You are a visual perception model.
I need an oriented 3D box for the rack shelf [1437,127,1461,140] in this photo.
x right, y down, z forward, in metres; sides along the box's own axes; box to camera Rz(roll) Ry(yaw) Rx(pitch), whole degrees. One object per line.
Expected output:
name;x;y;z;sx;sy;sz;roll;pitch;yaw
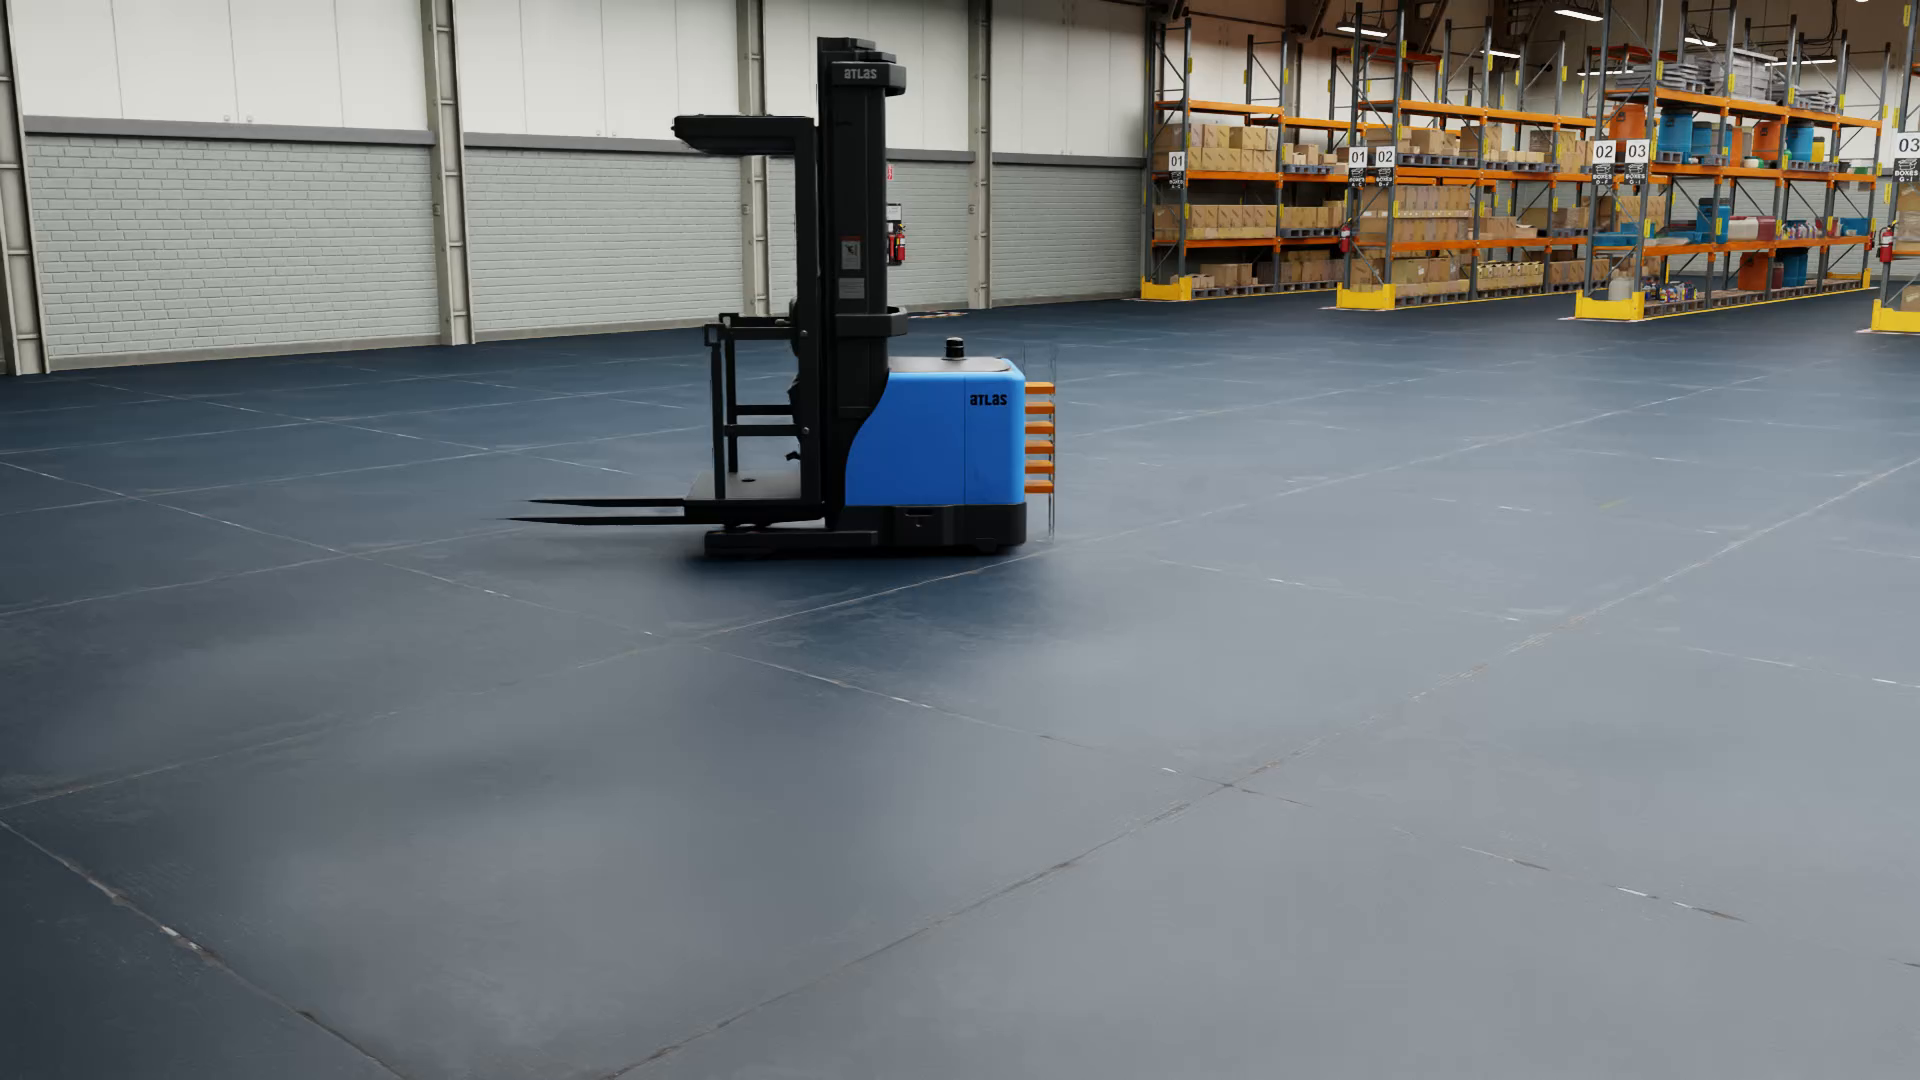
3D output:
rack shelf;13.790;-11.295;46.645;1.077;0.370;4.000;10;15;40

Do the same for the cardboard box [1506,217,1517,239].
cardboard box;12.457;-7.179;38.243;0.500;0.500;0.500;9;14;37

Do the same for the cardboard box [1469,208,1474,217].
cardboard box;14.309;-9.159;47.641;0.980;0.700;0.700;10;15;40

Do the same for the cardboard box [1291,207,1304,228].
cardboard box;7.925;-7.847;40.464;0.500;0.500;0.700;-10;15;-42

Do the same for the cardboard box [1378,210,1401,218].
cardboard box;8.693;-6.599;33.683;0.380;0.149;0.250;10;15;40

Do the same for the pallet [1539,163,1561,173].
pallet;13.172;-8.646;38.666;1.213;0.211;1.003;11;16;43

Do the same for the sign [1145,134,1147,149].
sign;4.145;-8.822;36.804;0.100;0.325;0.005;10;15;40

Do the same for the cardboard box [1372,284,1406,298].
cardboard box;8.793;-5.110;34.086;0.500;0.250;0.500;10;15;40

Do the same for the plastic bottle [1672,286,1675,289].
plastic bottle;13.988;-4.835;32.574;0.061;0.283;0.133;10;15;40

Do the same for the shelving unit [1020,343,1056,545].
shelving unit;0.467;-0.584;10.070;0.189;1.200;0.258;-1;11;-3

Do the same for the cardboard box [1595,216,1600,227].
cardboard box;16.330;-8.124;42.970;0.500;0.500;0.500;10;15;41

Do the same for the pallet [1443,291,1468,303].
pallet;10.356;-5.312;36.267;1.003;0.211;1.213;10;15;40

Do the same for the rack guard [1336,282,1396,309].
rack guard;8.256;-4.973;33.833;1.175;0.500;0.348;10;15;40

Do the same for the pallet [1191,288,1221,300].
pallet;5.161;-5.601;37.715;1.003;0.211;1.213;10;15;40

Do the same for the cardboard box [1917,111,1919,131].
cardboard box;16.544;-7.093;28.115;0.500;0.500;0.500;10;15;40

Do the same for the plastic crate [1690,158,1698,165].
plastic crate;13.875;-7.203;31.632;0.243;0.136;0.396;10;15;40

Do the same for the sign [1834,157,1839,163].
sign;20.323;-8.731;38.584;0.100;0.325;0.005;10;15;40

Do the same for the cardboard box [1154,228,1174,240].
cardboard box;4.711;-6.872;37.293;0.500;0.250;0.500;10;15;41

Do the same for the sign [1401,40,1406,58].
sign;8.685;-9.607;32.548;0.100;0.325;0.005;10;15;40

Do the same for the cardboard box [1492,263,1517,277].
cardboard box;12.386;-6.178;38.003;0.500;0.311;0.500;10;15;42

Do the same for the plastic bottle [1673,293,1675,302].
plastic bottle;13.779;-4.711;32.161;0.097;0.201;0.097;0;11;0

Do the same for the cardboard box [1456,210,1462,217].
cardboard box;10.558;-7.015;35.765;0.380;0.149;0.250;9;15;39

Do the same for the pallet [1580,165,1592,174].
pallet;15.028;-9.107;40.969;1.213;0.211;1.003;10;15;40

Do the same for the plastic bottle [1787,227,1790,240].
plastic bottle;18.442;-6.832;37.089;0.097;0.271;0.097;0;11;0

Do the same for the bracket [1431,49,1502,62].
bracket;14.523;-13.924;47.759;0.076;0.066;4.783;10;15;40

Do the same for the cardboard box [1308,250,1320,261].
cardboard box;8.634;-7.112;41.506;0.500;0.250;0.500;10;15;40

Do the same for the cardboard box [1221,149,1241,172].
cardboard box;6.016;-8.622;37.755;0.500;0.500;0.500;11;16;44

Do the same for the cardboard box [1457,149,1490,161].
cardboard box;11.326;-8.484;36.680;0.500;0.250;0.500;-10;15;-42

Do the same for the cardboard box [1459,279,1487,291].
cardboard box;11.365;-5.676;36.918;0.500;0.250;0.500;9;15;39

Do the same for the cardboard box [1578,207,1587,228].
cardboard box;15.073;-7.955;41.053;0.700;0.500;0.500;6;13;26

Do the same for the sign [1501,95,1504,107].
sign;15.508;-12.563;47.548;0.100;0.325;0.005;10;15;40

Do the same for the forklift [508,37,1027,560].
forklift;-1.146;-1.426;9.869;3.031;2.935;1.130;-1;11;-3

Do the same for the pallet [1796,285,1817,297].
pallet;19.371;-5.851;38.968;1.003;0.211;1.213;10;15;40

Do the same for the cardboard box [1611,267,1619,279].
cardboard box;16.633;-6.899;42.835;0.500;0.311;0.500;10;15;40

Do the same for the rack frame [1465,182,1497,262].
rack frame;15.110;-9.196;48.596;1.000;3.000;0.127;10;15;40

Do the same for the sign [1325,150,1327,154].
sign;9.418;-9.856;42.716;0.100;0.325;0.005;10;15;40

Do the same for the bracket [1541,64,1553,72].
bracket;18.348;-14.776;52.026;0.235;0.232;0.430;10;15;40

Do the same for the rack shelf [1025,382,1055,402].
rack shelf;0.467;-0.893;10.008;0.180;0.103;0.258;-1;11;-3

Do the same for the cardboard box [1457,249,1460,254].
cardboard box;14.156;-8.311;47.820;0.380;0.149;0.250;10;15;41

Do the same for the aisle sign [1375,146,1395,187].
aisle sign;8.458;-7.428;33.105;0.394;0.787;0.004;10;15;40

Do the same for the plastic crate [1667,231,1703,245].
plastic crate;14.104;-5.879;32.367;0.499;0.251;0.616;10;15;40

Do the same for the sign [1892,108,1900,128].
sign;15.307;-6.901;27.185;0.100;0.325;0.005;10;15;40

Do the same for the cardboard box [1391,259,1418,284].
cardboard box;9.121;-5.552;34.382;0.500;0.500;0.500;10;15;40

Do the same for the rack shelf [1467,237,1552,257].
rack shelf;12.232;-6.732;38.097;1.077;0.370;4.000;10;15;40

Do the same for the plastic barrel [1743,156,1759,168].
plastic barrel;16.607;-7.924;34.922;0.301;0.262;0.301;0;11;0

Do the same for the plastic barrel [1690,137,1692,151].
plastic barrel;14.199;-7.844;32.808;0.421;0.512;0.421;0;11;0

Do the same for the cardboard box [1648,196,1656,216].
cardboard box;18.075;-8.843;44.021;0.500;0.500;0.500;10;15;42

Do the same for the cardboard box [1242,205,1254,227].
cardboard box;6.443;-7.478;38.412;0.500;0.500;0.500;9;15;39

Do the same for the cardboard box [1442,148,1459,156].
cardboard box;10.321;-8.200;35.163;0.380;0.149;0.250;10;15;40

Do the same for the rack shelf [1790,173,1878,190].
rack shelf;21.232;-8.739;40.487;1.077;0.370;4.000;10;15;40

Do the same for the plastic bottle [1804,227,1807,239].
plastic bottle;19.320;-7.038;38.109;0.152;0.276;0.135;10;15;40

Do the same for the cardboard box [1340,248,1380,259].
cardboard box;10.413;-7.262;43.329;0.750;0.750;0.750;10;15;40

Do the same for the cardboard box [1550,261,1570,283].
cardboard box;14.409;-6.477;40.241;0.500;0.500;0.500;9;14;38

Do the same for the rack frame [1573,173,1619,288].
rack frame;16.193;-7.968;42.446;1.000;3.000;0.127;10;15;40

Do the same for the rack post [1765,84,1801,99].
rack post;17.718;-9.755;36.270;0.954;0.300;0.937;10;15;40

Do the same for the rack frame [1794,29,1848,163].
rack frame;19.911;-10.269;38.649;1.000;3.000;0.127;10;15;40
